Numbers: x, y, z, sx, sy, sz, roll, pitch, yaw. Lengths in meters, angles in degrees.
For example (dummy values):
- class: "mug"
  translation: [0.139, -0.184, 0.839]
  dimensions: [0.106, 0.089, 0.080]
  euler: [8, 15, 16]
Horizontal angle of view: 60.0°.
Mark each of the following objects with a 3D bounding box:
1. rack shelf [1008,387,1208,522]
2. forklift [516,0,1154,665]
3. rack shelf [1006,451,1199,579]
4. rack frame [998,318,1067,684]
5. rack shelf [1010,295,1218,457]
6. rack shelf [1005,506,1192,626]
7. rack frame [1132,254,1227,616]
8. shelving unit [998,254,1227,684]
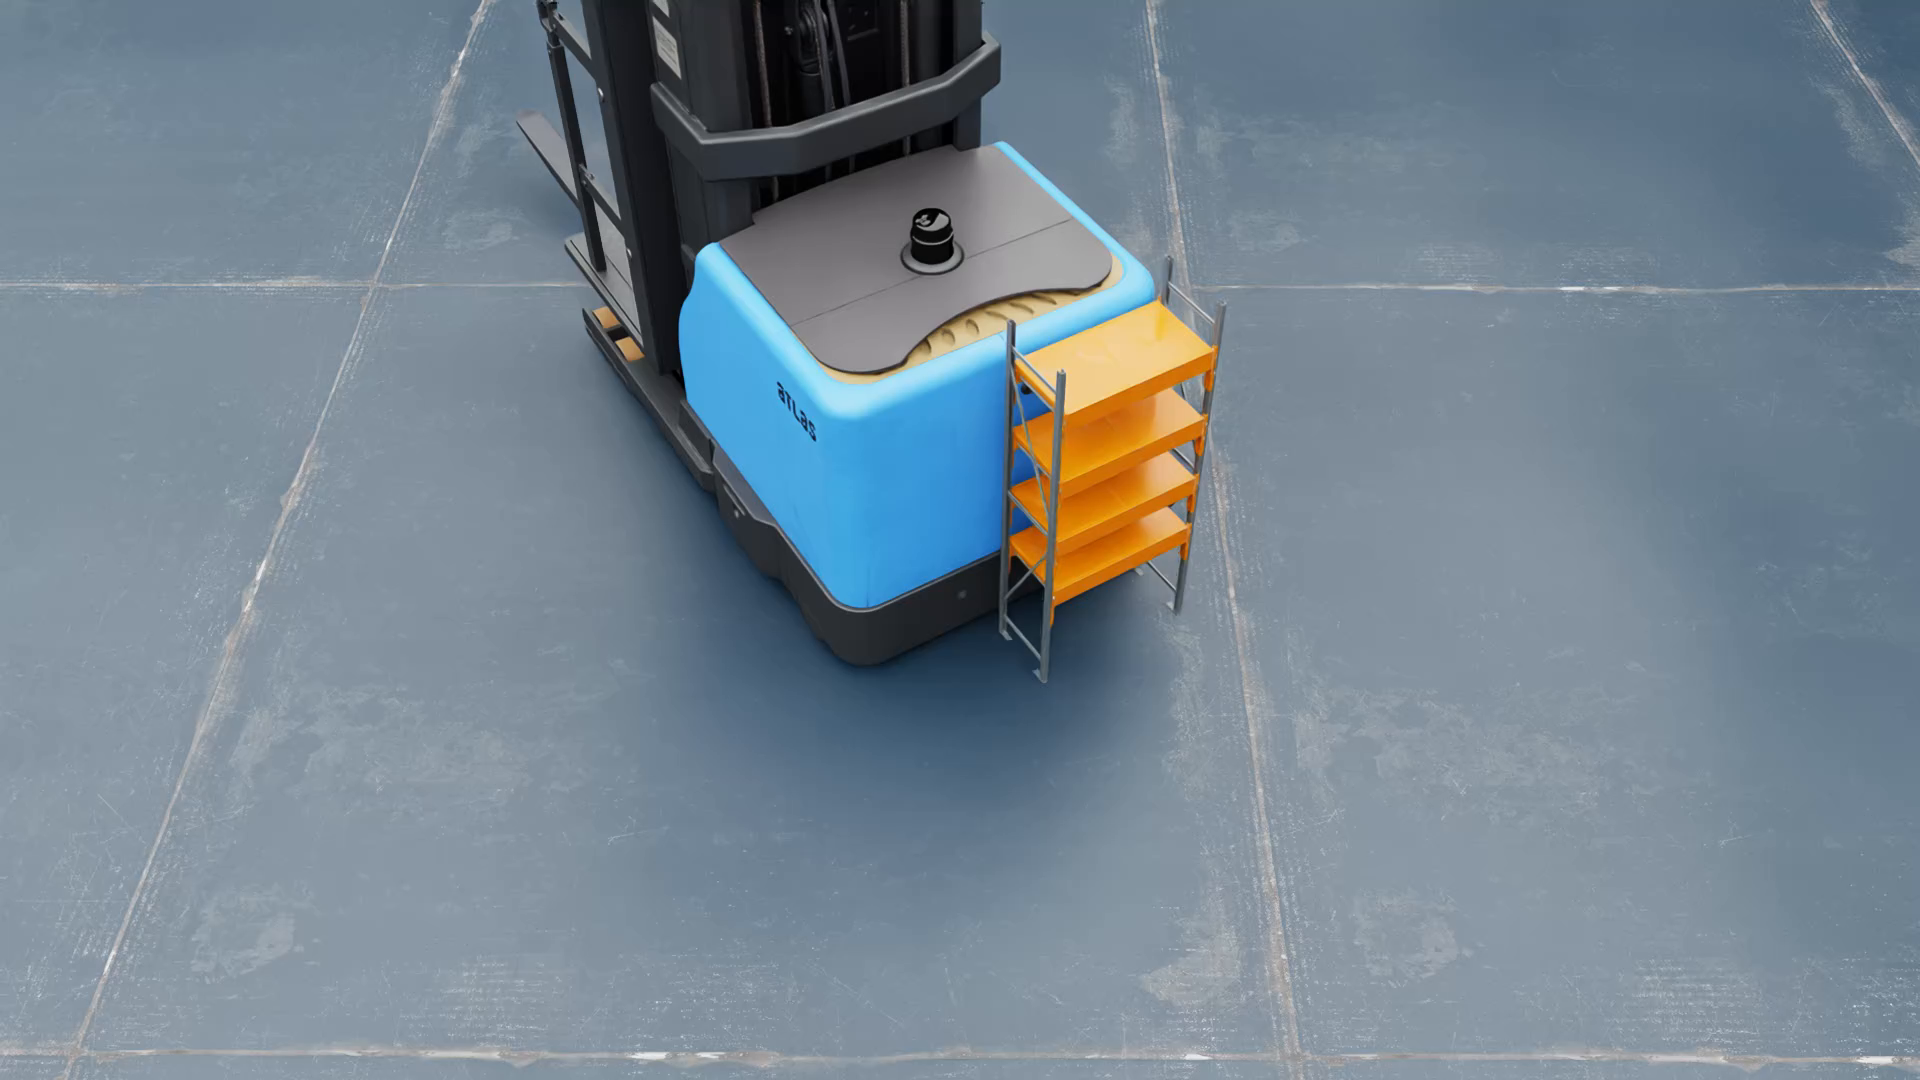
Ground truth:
- class: "rack shelf"
  translation: [0.392, -0.266, 4.464]
  dimensions: [0.480, 0.148, 0.258]
  euler: [-25, 52, -21]
- class: "forklift"
  translation: [-0.659, -1.701, 4.831]
  dimensions: [1.130, 2.935, 3.031]
  euler: [-24, 52, -21]
- class: "rack shelf"
  translation: [0.392, -0.114, 4.628]
  dimensions: [0.480, 0.148, 0.258]
  euler: [-25, 52, -21]
- class: "rack frame"
  translation: [0.186, -0.065, 4.490]
  dimensions: [0.015, 1.200, 0.240]
  euler: [-25, 52, -21]
- class: "rack shelf"
  translation: [0.392, -0.427, 4.291]
  dimensions: [0.480, 0.148, 0.258]
  euler: [-25, 52, -21]
- class: "rack shelf"
  translation: [0.392, 0.022, 4.773]
  dimensions: [0.480, 0.148, 0.258]
  euler: [-25, 52, -21]
- class: "rack frame"
  translation: [0.599, -0.255, 4.667]
  dimensions: [0.015, 1.200, 0.240]
  euler: [-25, 52, -21]
- class: "shelving unit"
  translation: [0.392, -0.160, 4.579]
  dimensions: [0.503, 1.200, 0.258]
  euler: [-25, 52, -21]
